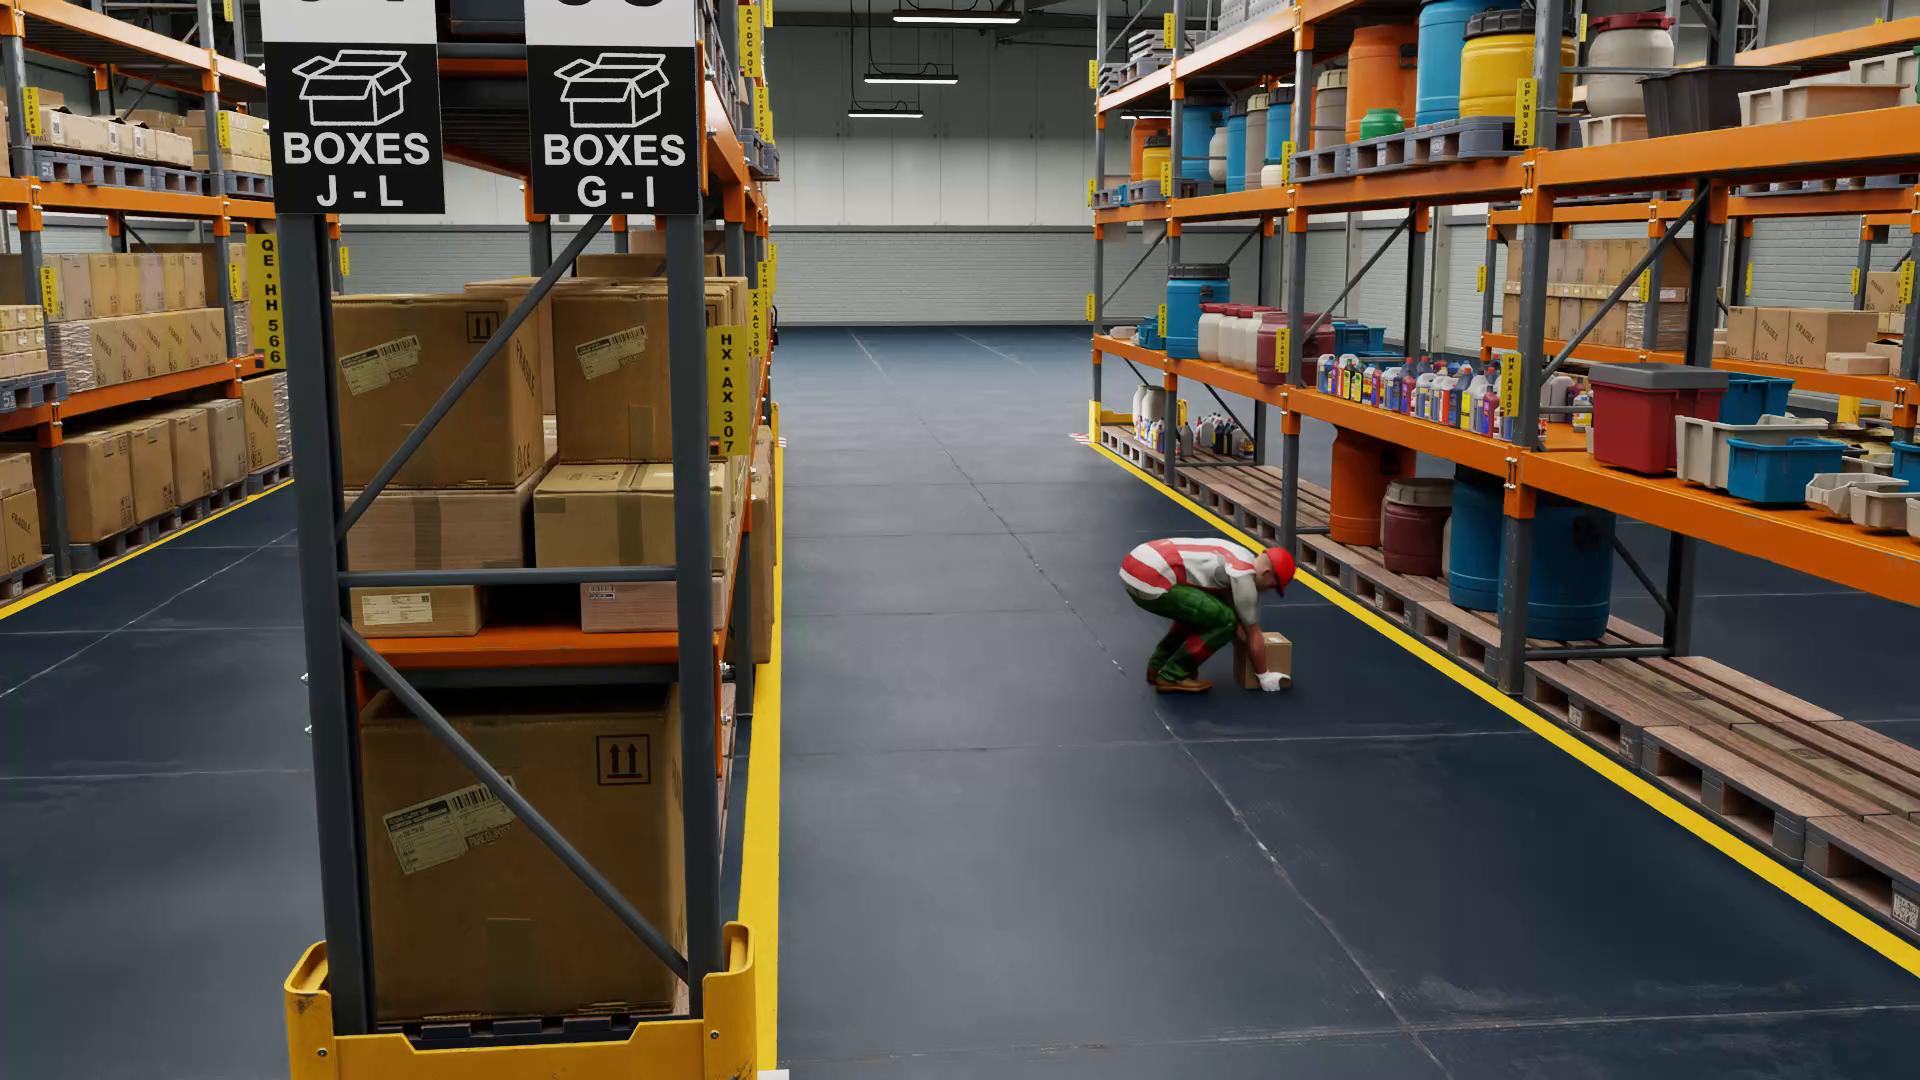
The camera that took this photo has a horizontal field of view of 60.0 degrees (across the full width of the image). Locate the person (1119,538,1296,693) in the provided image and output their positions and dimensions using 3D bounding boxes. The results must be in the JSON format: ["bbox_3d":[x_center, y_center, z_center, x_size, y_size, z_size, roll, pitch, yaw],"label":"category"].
[{"bbox_3d":[1.340,0.401,8.966,0.966,0.831,0.527,-1,10,-8],"label":"person"}]
